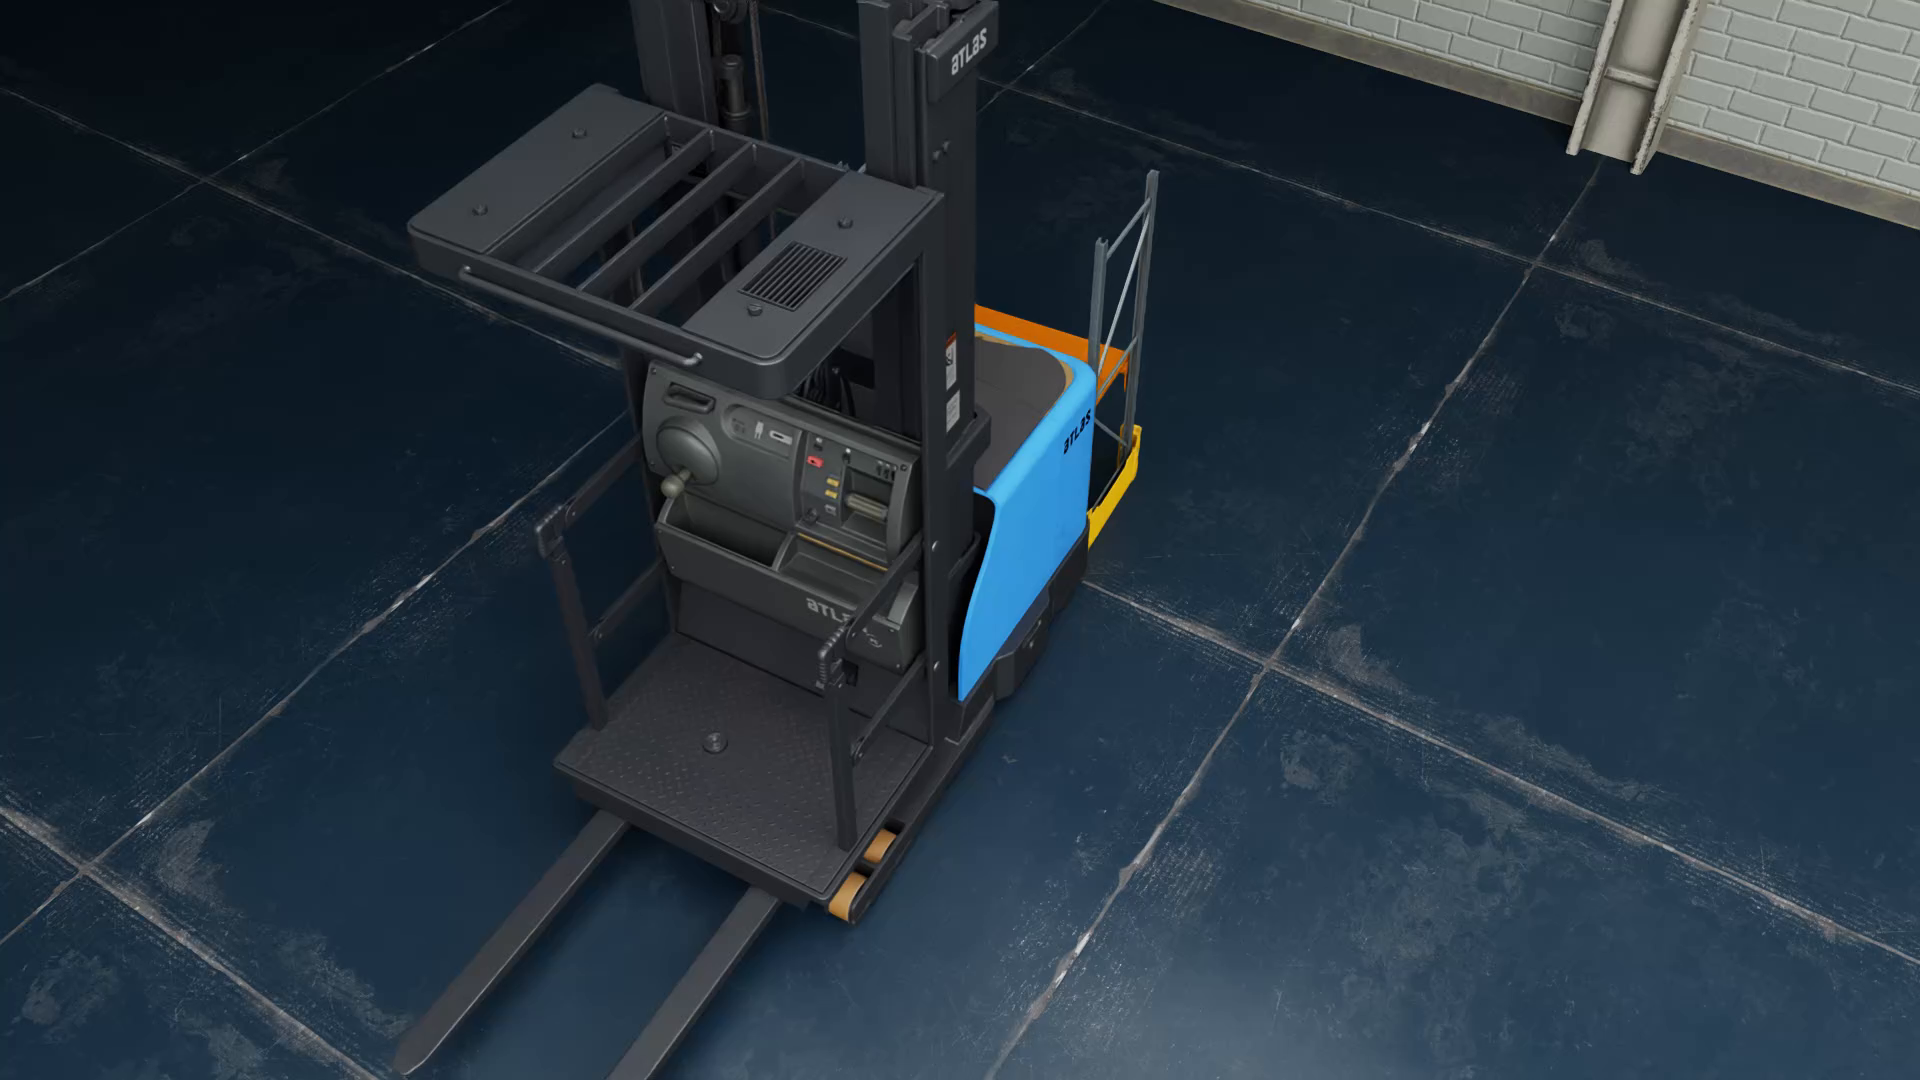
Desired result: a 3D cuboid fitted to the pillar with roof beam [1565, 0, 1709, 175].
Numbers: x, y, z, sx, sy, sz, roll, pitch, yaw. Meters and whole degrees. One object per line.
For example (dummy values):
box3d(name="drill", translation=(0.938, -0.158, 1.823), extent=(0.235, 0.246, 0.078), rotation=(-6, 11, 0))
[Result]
box3d(name="pillar with roof beam", translation=(1.101, -2.588, 2.990), extent=(0.400, 9.000, 9.100), rotation=(25, 51, 22))

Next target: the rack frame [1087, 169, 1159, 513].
box3d(name="rack frame", translation=(0.585, -0.639, 6.325), extent=(0.032, 1.500, 0.500), rotation=(20, 49, 18))

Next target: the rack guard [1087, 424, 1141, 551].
box3d(name="rack guard", translation=(0.584, -0.204, 6.774), extent=(0.087, 0.250, 0.587), rotation=(20, 49, 18))

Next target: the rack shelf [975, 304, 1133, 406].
box3d(name="rack shelf", translation=(0.132, -0.679, 6.615), extent=(1.000, 0.185, 0.538), rotation=(20, 49, 18))

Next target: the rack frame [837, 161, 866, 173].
box3d(name="rack frame", translation=(-0.321, -0.970, 6.647), extent=(0.032, 1.500, 0.500), rotation=(20, 49, 18))

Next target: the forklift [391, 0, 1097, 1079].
box3d(name="forklift", translation=(-0.659, -0.138, 4.840), extent=(1.130, 2.935, 3.031), rotation=(22, 50, 20))

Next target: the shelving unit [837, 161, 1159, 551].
box3d(name="shelving unit", translation=(0.140, -0.801, 6.483), extent=(1.083, 1.500, 0.587), rotation=(20, 49, 18))
